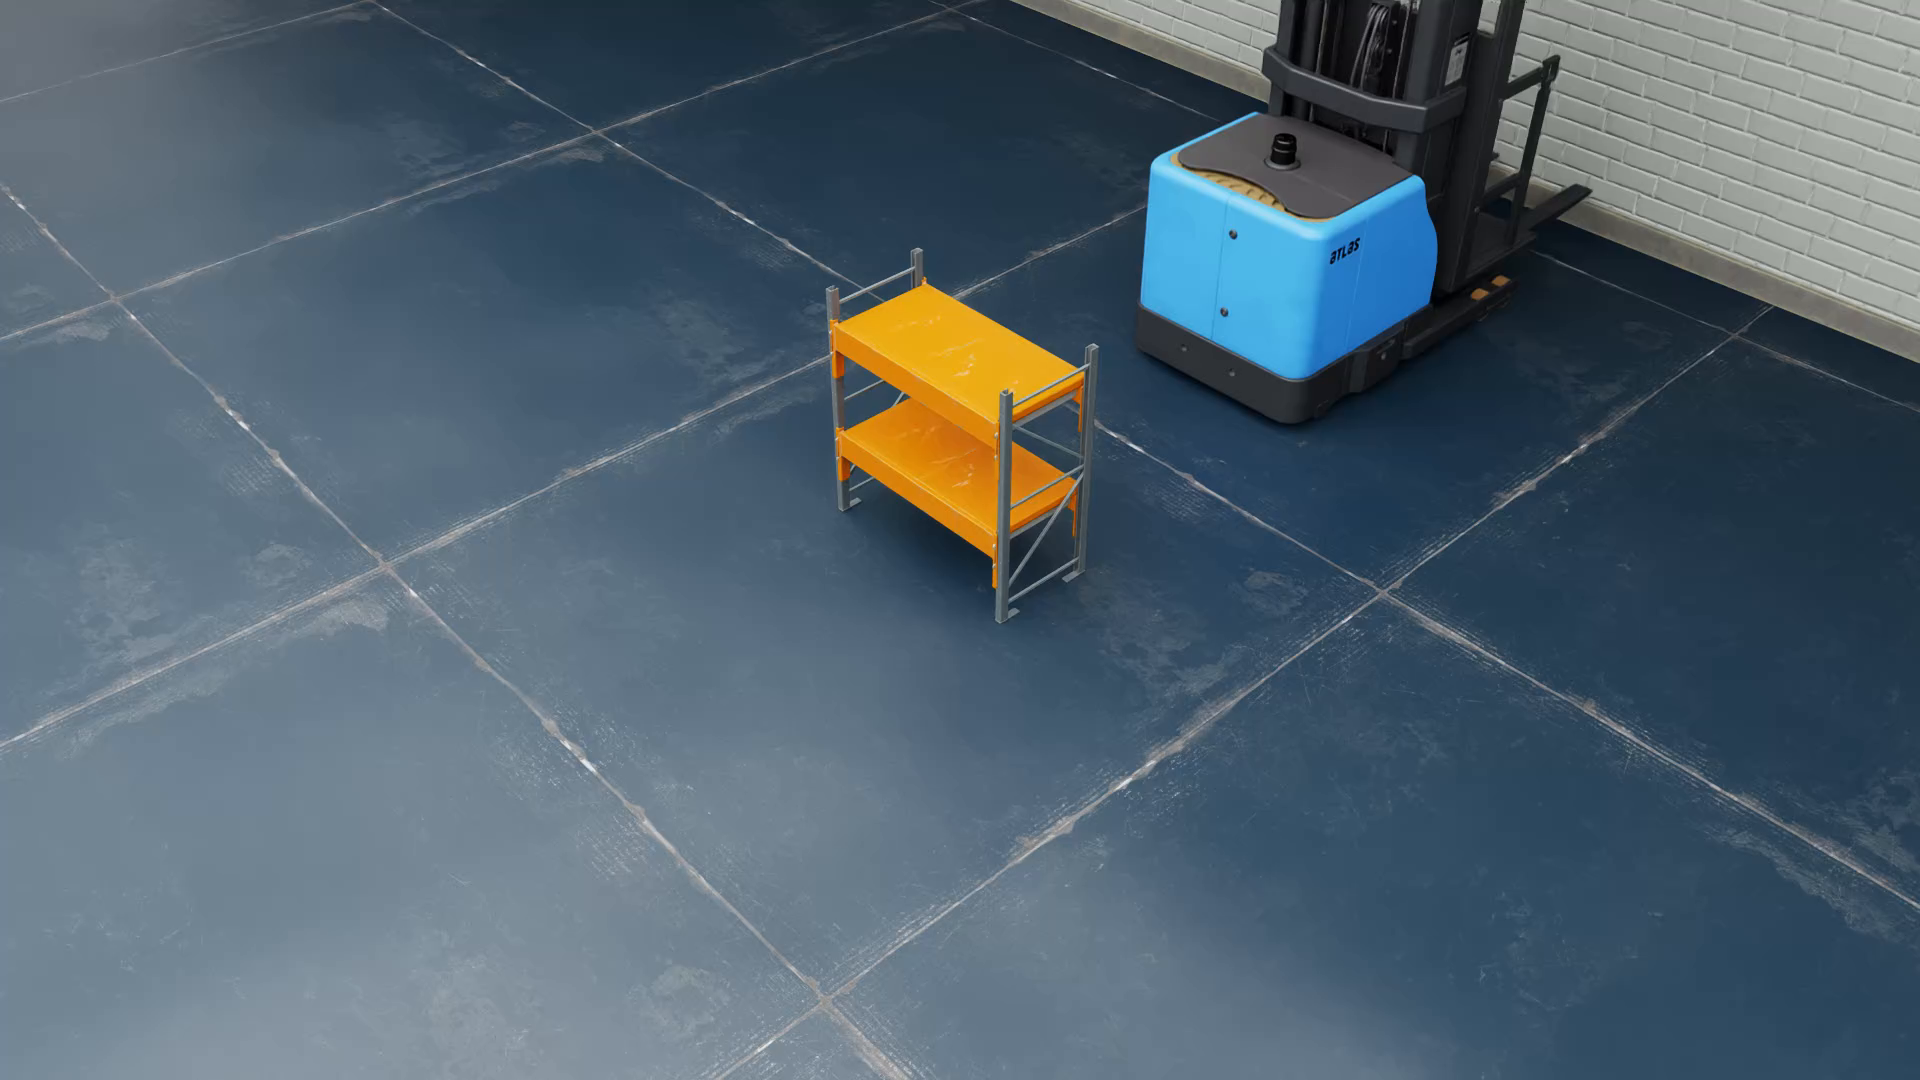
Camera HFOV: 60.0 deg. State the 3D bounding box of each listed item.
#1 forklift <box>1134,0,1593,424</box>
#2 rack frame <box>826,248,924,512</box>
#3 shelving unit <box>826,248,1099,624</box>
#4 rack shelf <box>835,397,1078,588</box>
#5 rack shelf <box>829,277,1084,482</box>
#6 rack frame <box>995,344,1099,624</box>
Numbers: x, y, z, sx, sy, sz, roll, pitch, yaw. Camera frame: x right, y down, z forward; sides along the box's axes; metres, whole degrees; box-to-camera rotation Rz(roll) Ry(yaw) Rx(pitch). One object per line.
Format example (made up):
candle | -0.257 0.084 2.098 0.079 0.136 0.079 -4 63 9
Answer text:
forklift | 2.294 -2.494 8.005 3.031 2.935 1.130 -31 48 -32
rack frame | -0.348 -0.676 7.192 0.500 1.125 0.032 -30 48 -32
shelving unit | -0.005 -0.441 6.900 0.538 1.125 1.048 -30 48 -32
rack shelf | -0.005 -0.251 7.054 0.538 0.278 1.000 -30 48 -32
rack shelf | -0.005 -0.668 6.717 0.538 0.278 1.000 -30 48 -32
rack frame | 0.339 -0.205 6.609 0.500 1.125 0.032 -30 48 -32
